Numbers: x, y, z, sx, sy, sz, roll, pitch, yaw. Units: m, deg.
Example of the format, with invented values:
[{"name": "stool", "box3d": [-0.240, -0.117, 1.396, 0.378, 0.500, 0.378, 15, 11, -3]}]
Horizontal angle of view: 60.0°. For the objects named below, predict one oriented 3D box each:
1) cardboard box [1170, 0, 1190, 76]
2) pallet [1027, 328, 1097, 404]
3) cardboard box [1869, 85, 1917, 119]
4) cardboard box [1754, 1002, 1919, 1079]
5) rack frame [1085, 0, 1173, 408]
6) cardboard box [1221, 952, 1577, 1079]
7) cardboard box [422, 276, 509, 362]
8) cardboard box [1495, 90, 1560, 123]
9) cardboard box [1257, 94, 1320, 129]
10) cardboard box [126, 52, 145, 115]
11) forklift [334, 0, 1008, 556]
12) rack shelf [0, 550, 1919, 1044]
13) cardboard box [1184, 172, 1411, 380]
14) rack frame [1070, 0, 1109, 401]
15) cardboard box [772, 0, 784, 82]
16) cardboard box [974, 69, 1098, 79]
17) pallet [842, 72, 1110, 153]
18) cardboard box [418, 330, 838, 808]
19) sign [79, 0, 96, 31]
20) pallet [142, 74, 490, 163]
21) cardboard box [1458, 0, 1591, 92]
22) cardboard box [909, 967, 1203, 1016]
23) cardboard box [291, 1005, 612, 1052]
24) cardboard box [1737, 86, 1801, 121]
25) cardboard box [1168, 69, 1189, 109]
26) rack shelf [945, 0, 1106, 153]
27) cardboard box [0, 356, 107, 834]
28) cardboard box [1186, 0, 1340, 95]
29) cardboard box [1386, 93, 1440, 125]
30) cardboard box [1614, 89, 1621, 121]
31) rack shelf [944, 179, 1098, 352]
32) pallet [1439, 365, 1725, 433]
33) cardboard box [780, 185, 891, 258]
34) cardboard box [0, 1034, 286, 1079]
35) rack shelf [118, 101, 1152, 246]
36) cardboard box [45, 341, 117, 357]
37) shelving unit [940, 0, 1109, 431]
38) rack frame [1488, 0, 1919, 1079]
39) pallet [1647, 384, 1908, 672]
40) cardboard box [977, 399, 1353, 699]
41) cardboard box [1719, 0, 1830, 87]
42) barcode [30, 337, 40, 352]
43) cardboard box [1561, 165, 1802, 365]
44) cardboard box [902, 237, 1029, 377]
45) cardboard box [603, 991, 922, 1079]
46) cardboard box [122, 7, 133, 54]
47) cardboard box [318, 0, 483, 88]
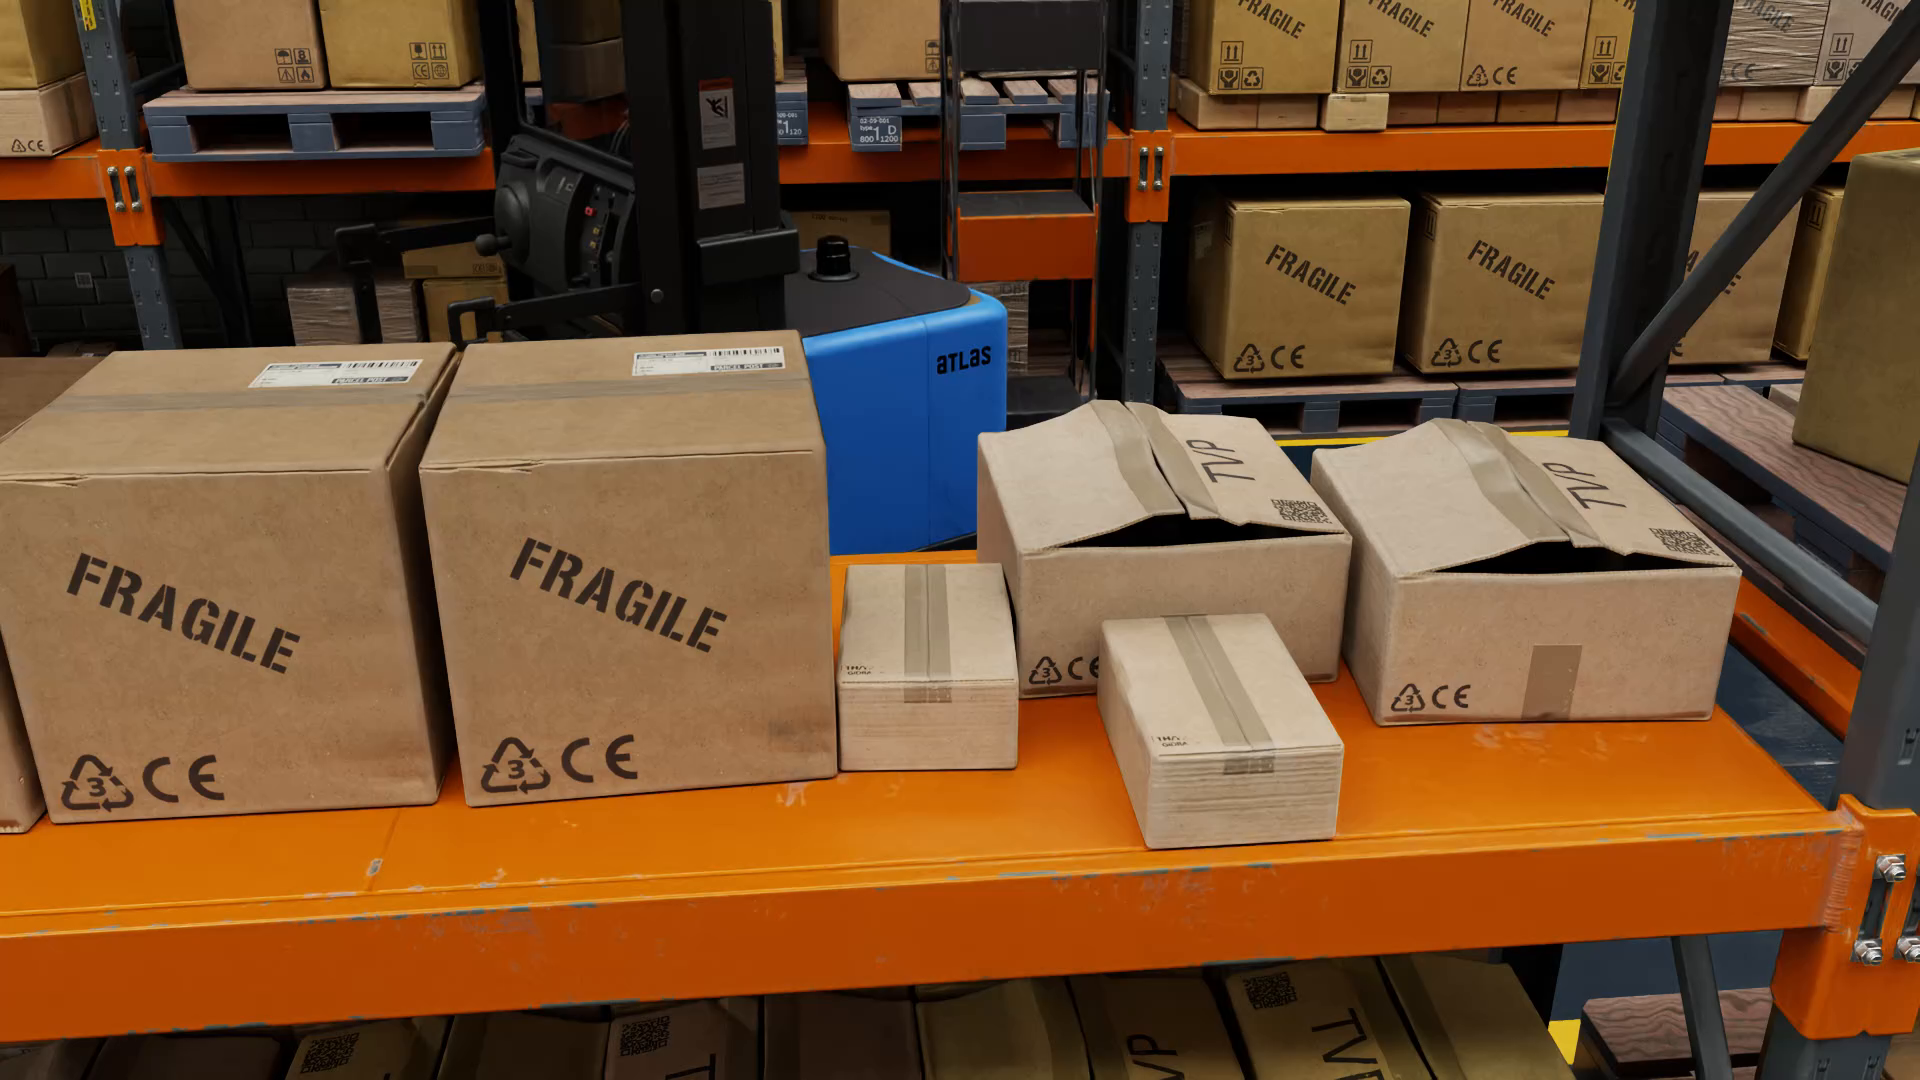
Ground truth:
[{"name": "cardboard box", "box3d": [1.168, -2.327, 7.278, 0.500, 0.500, 0.500, -2, 24, -5]}, {"name": "pallet", "box3d": [-0.054, -0.706, 7.578, 1.213, 0.211, 1.003, -2, 24, -5]}, {"name": "cardboard box", "box3d": [3.885, -1.925, 7.173, 0.250, 0.149, 0.380, -2, 24, -3]}, {"name": "cardboard box", "box3d": [1.696, 1.030, 2.776, 0.500, 0.500, 0.500, -1, 24, -3]}, {"name": "rack frame", "box3d": [0.724, -2.011, 7.081, 0.127, 3.000, 1.000, -2, 24, -5]}, {"name": "cardboard box", "box3d": [0.717, 0.920, 2.665, 0.500, 0.311, 0.500, -2, 24, -4]}, {"name": "cardboard box", "box3d": [-2.017, -0.987, 7.313, 0.500, 0.500, 0.700, -3, 24, -6]}, {"name": "cardboard box", "box3d": [2.352, -1.887, 7.088, 0.250, 0.149, 0.380, -2, 24, -4]}, {"name": "cardboard box", "box3d": [1.326, -1.831, 6.961, 0.250, 0.149, 0.380, -2, 24, -4]}, {"name": "cardboard box", "box3d": [-3.746, -1.860, 6.901, 0.500, 0.250, 0.500, -2, 24, -5]}, {"name": "forklift", "box3d": [-1.330, -0.941, 4.757, 3.031, 2.935, 1.130, -16, 29, -32]}, {"name": "rack shelf", "box3d": [-0.776, 0.400, 2.543, 4.000, 0.370, 1.077, -2, 24, -5]}, {"name": "cardboard box", "box3d": [1.469, -1.197, 7.379, 0.750, 0.750, 0.750, -3, 24, -6]}, {"name": "rack frame", "box3d": [0.447, -0.992, 5.897, 0.015, 2.100, 0.400, -3, 24, -6]}, {"name": "cardboard box", "box3d": [-0.981, -2.176, 6.788, 0.500, 0.500, 0.700, -2, 24, -5]}, {"name": "cardboard box", "box3d": [0.257, -2.235, 6.920, 0.500, 0.500, 0.700, -5, 24, -11]}, {"name": "pallet", "box3d": [0.025, -1.852, 6.959, 1.003, 0.211, 1.213, -2, 24, -5]}, {"name": "cardboard box", "box3d": [-0.454, 0.019, 2.391, 0.500, 0.500, 0.500, -4, 24, -8]}, {"name": "sign", "box3d": [-3.196, -2.028, 6.053, 0.005, 0.325, 0.100, -2, 24, -5]}, {"name": "pallet", "box3d": [-2.482, -1.735, 6.697, 1.213, 0.211, 1.003, -2, 24, -5]}, {"name": "cardboard box", "box3d": [2.248, -2.154, 6.889, 0.500, 0.500, 0.500, -2, 24, -5]}, {"name": "cardboard box", "box3d": [0.142, 0.726, 3.101, 0.500, 0.311, 0.500, -3, 24, -6]}, {"name": "cardboard box", "box3d": [-0.877, 0.766, 3.010, 0.500, 0.311, 0.500, -3, 24, -6]}, {"name": "cardboard box", "box3d": [3.378, -1.908, 7.134, 0.250, 0.149, 0.380, -2, 24, -5]}, {"name": "cardboard box", "box3d": [1.023, -2.022, 7.390, 0.250, 0.149, 0.380, -2, 24, -4]}, {"name": "rack shelf", "box3d": [0.204, -1.607, 5.591, 0.480, 0.518, 0.431, -3, 24, -6]}, {"name": "cardboard box", "box3d": [-1.476, 0.060, 2.298, 0.500, 0.500, 0.500, -1, 24, -1]}, {"name": "cardboard box", "box3d": [1.232, -2.117, 6.807, 0.500, 0.500, 0.500, -2, 24, -4]}, {"name": "cardboard box", "box3d": [1.837, -1.867, 7.043, 0.250, 0.149, 0.380, -3, 24, -6]}, {"name": "cardboard box", "box3d": [2.862, -1.898, 7.112, 0.250, 0.149, 0.380, -2, 24, -3]}, {"name": "rack shelf", "box3d": [0.204, -0.967, 5.875, 0.480, 0.518, 0.431, -3, 24, -6]}, {"name": "pallet", "box3d": [2.727, -0.785, 7.756, 1.213, 0.211, 1.003, -2, 24, -5]}, {"name": "cardboard box", "box3d": [-0.561, -1.365, 7.241, 0.500, 0.250, 0.500, -2, 24, -4]}, {"name": "cardboard box", "box3d": [-1.317, 1.005, 2.475, 0.500, 0.311, 0.500, -3, 24, -7]}, {"name": "rack shelf", "box3d": [-1.266, -1.602, 7.047, 4.000, 0.370, 1.077, -2, 24, -5]}, {"name": "cardboard box", "box3d": [-3.786, -0.724, 7.132, 0.250, 0.166, 0.380, -5, 25, -12]}, {"name": "shelving unit", "box3d": [0.204, -0.980, 5.869, 0.503, 2.100, 0.431, -3, 24, -6]}, {"name": "rack frame", "box3d": [1.214, -0.009, 2.576, 0.127, 3.000, 1.000, -2, 24, -5]}, {"name": "pallet", "box3d": [1.882, 0.024, 2.740, 1.003, 0.211, 1.213, -2, 24, -5]}, {"name": "cardboard box", "box3d": [0.305, -0.011, 2.690, 0.500, 0.311, 0.500, -3, 24, -6]}, {"name": "cardboard box", "box3d": [3.262, -2.200, 6.992, 0.500, 0.500, 0.500, -2, 24, -5]}, {"name": "barcode", "box3d": [-4.132, -0.869, 7.393, 0.075, 0.075, 0.001, -2, 24, -5]}, {"name": "cardboard box", "box3d": [3.186, -1.265, 7.532, 0.750, 0.750, 0.750, -2, 24, -4]}, {"name": "cardboard box", "box3d": [0.013, -1.020, 7.387, 0.500, 0.500, 0.700, -2, 24, -4]}, {"name": "cardboard box", "box3d": [-0.302, 0.963, 2.569, 0.500, 0.311, 0.500, -2, 24, -5]}, {"name": "cardboard box", "box3d": [-3.745, -2.200, 6.743, 0.500, 0.500, 0.500, -3, 24, -6]}, {"name": "cardboard box", "box3d": [-2.190, -2.124, 6.670, 0.500, 0.500, 0.700, 0, 24, 0]}]
